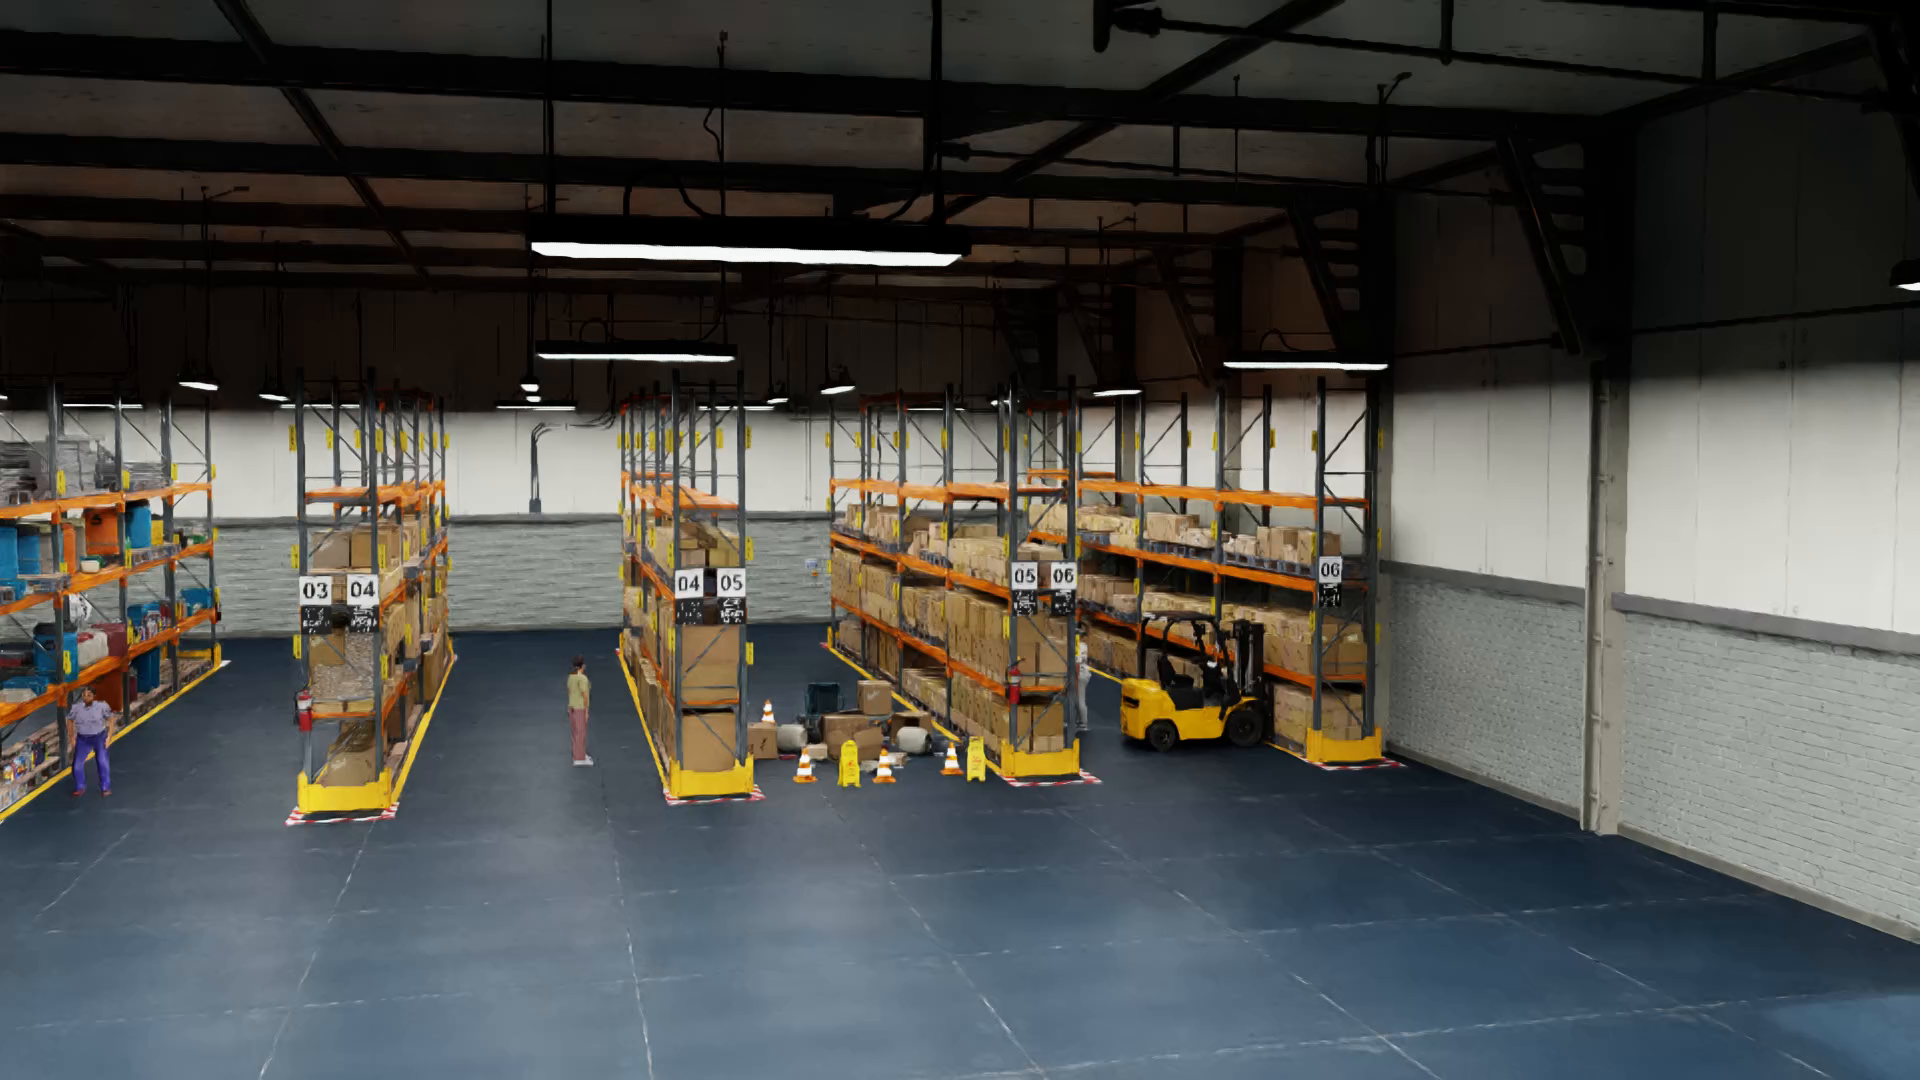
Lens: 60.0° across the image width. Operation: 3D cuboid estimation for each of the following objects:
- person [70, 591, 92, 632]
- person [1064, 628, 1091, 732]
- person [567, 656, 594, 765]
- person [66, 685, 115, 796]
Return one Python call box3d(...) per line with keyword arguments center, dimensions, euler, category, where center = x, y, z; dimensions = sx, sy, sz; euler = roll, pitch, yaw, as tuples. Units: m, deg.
box3d(center=(-21.148, 1.818, 39.849), dimensions=(0.639, 1.632, 0.512), euler=(-1, 4, -16), category="person")
box3d(center=(1.991, 2.406, 28.709), dimensions=(0.502, 1.747, 0.588), euler=(1, 4, 17), category="person")
box3d(center=(-5.842, 2.619, 25.688), dimensions=(0.441, 1.675, 0.498), euler=(-3, 5, -45), category="person")
box3d(center=(-12.205, 2.818, 23.366), dimensions=(0.625, 1.596, 0.517), euler=(-1, 4, -16), category="person")
